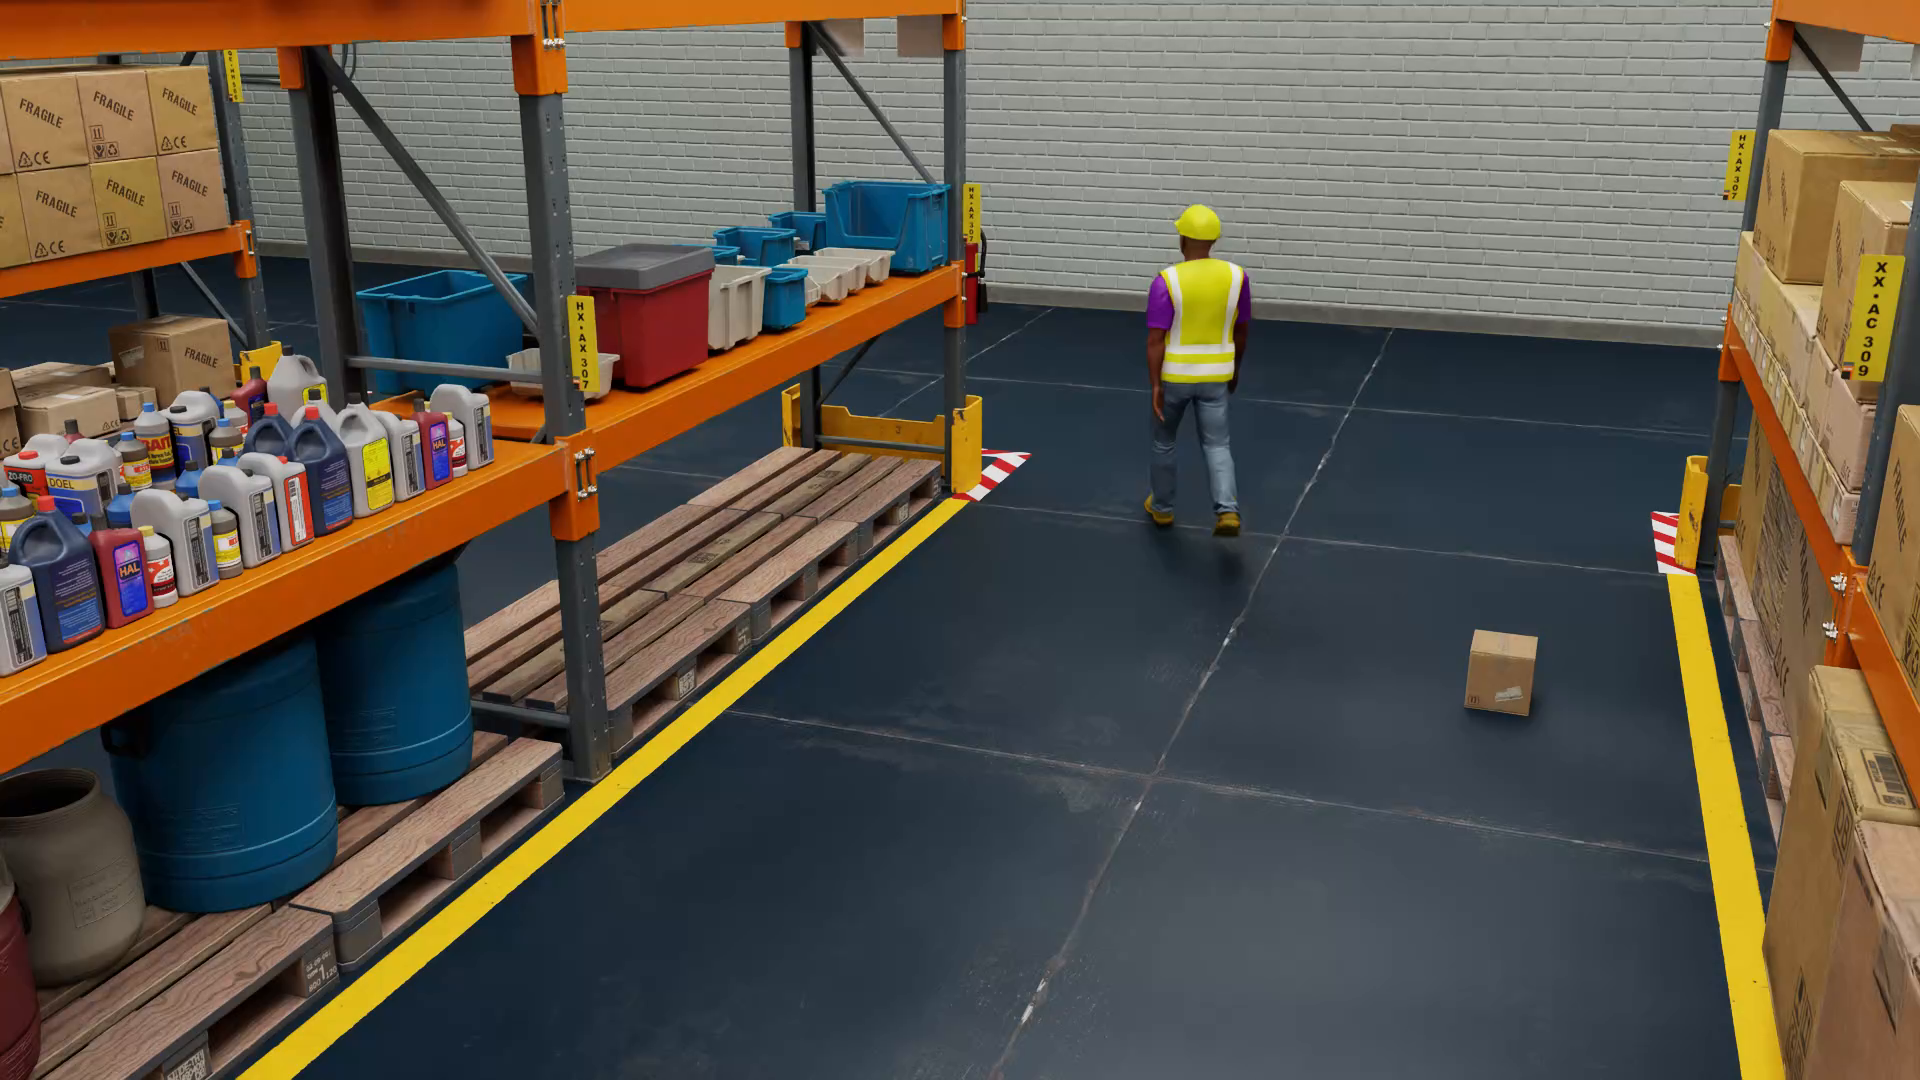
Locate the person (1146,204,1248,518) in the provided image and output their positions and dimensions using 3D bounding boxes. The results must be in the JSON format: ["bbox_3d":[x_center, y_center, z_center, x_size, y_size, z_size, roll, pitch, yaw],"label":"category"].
[{"bbox_3d":[1.217,-0.855,8.465,0.559,1.670,0.790,-2,19,-7],"label":"person"}]
